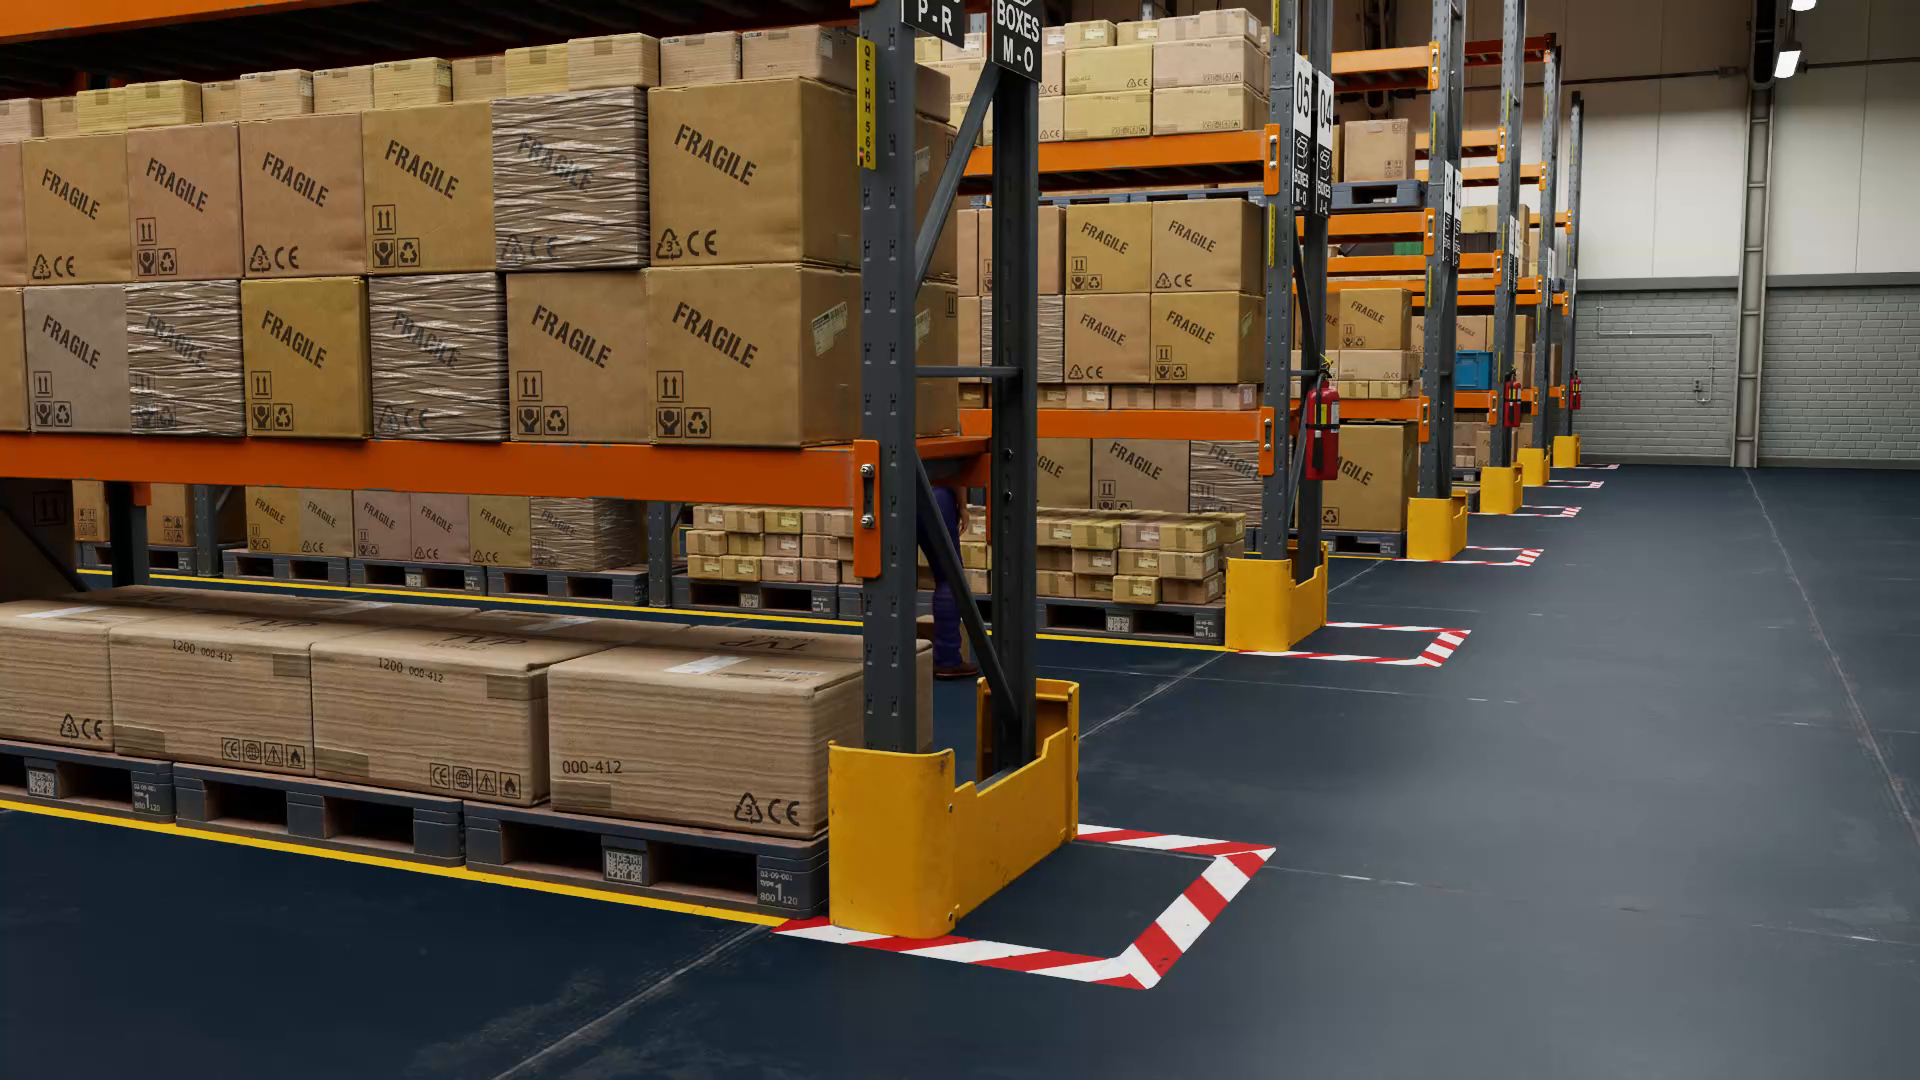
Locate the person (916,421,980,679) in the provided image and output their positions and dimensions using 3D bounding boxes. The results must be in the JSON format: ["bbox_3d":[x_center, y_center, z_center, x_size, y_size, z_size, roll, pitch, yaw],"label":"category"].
[{"bbox_3d":[-0.189,-0.145,8.286,0.556,1.651,0.425,2,6,20],"label":"person"}]
